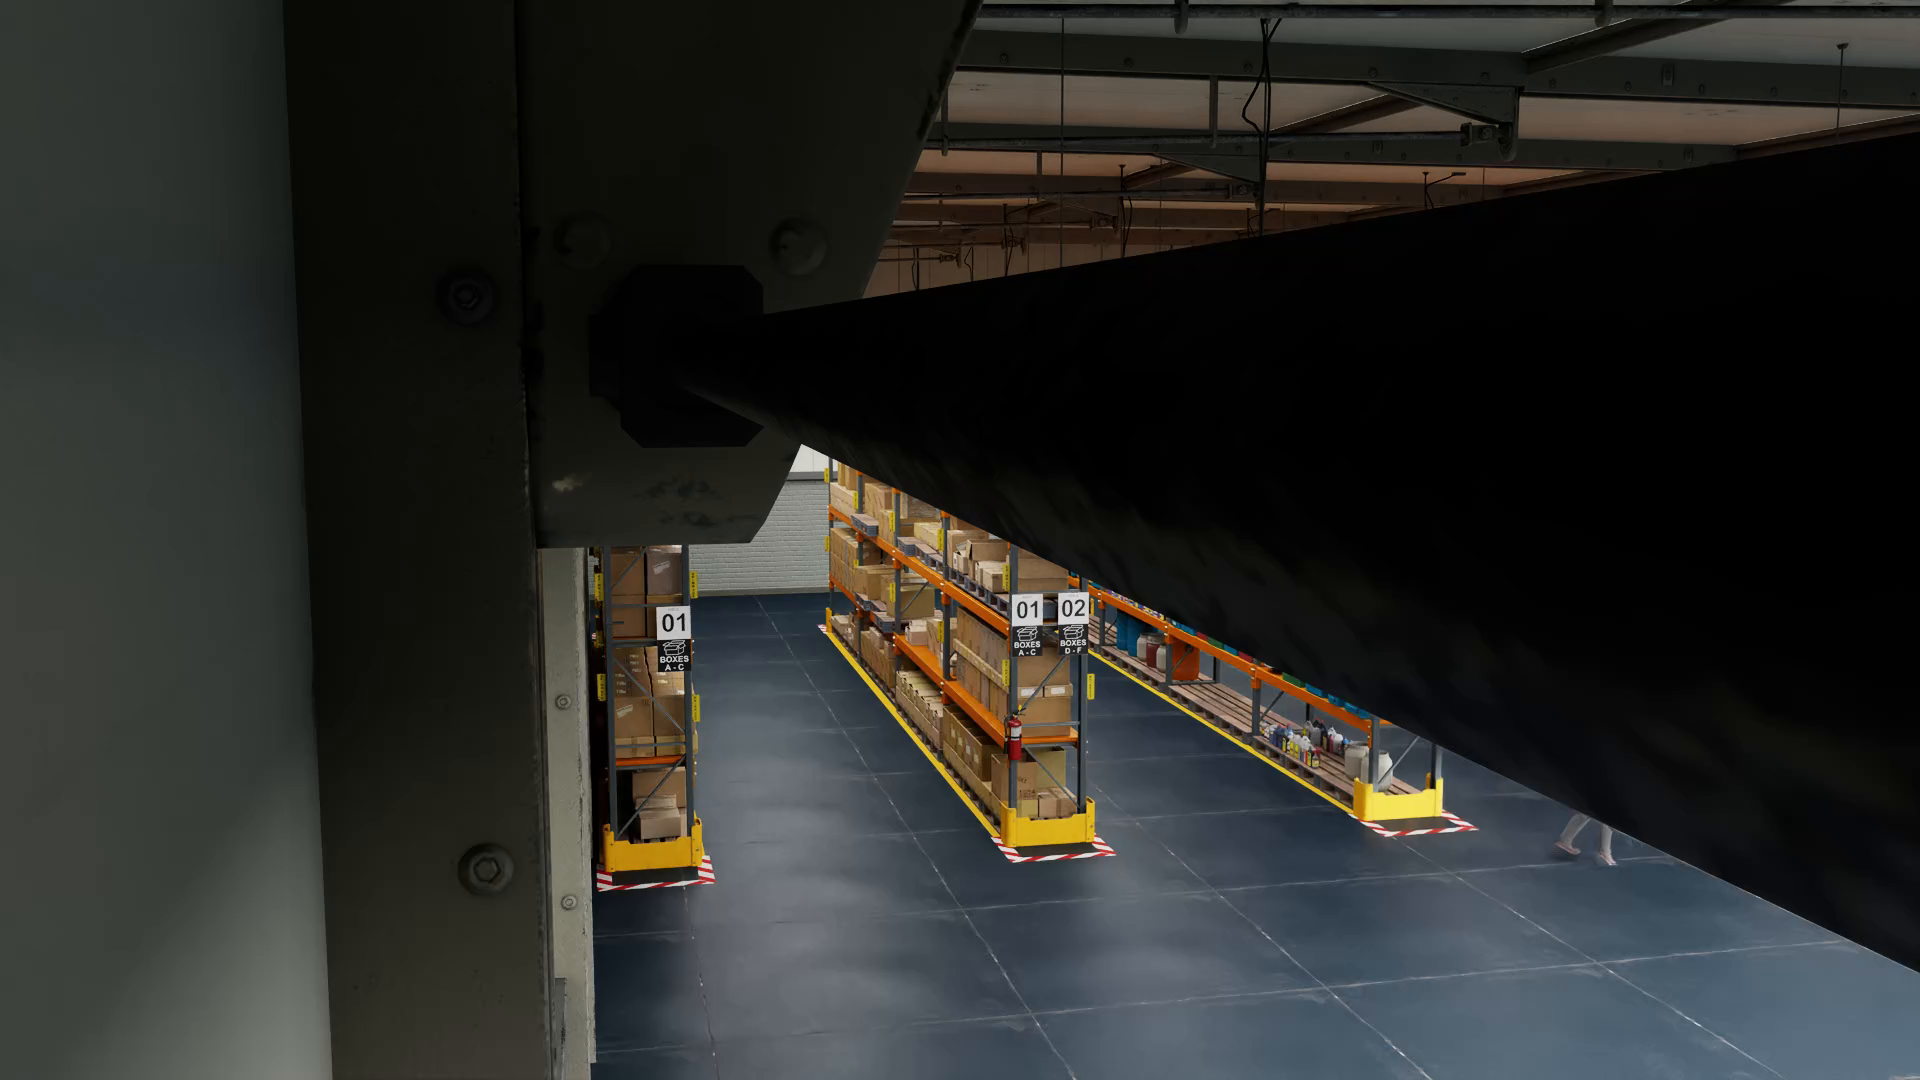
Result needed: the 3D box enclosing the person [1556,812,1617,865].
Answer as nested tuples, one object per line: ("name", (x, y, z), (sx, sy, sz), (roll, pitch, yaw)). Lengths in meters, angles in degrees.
("person", (7.739, 3.121, 20.376), (0.750, 1.712, 0.548), (3, 7, 20))
